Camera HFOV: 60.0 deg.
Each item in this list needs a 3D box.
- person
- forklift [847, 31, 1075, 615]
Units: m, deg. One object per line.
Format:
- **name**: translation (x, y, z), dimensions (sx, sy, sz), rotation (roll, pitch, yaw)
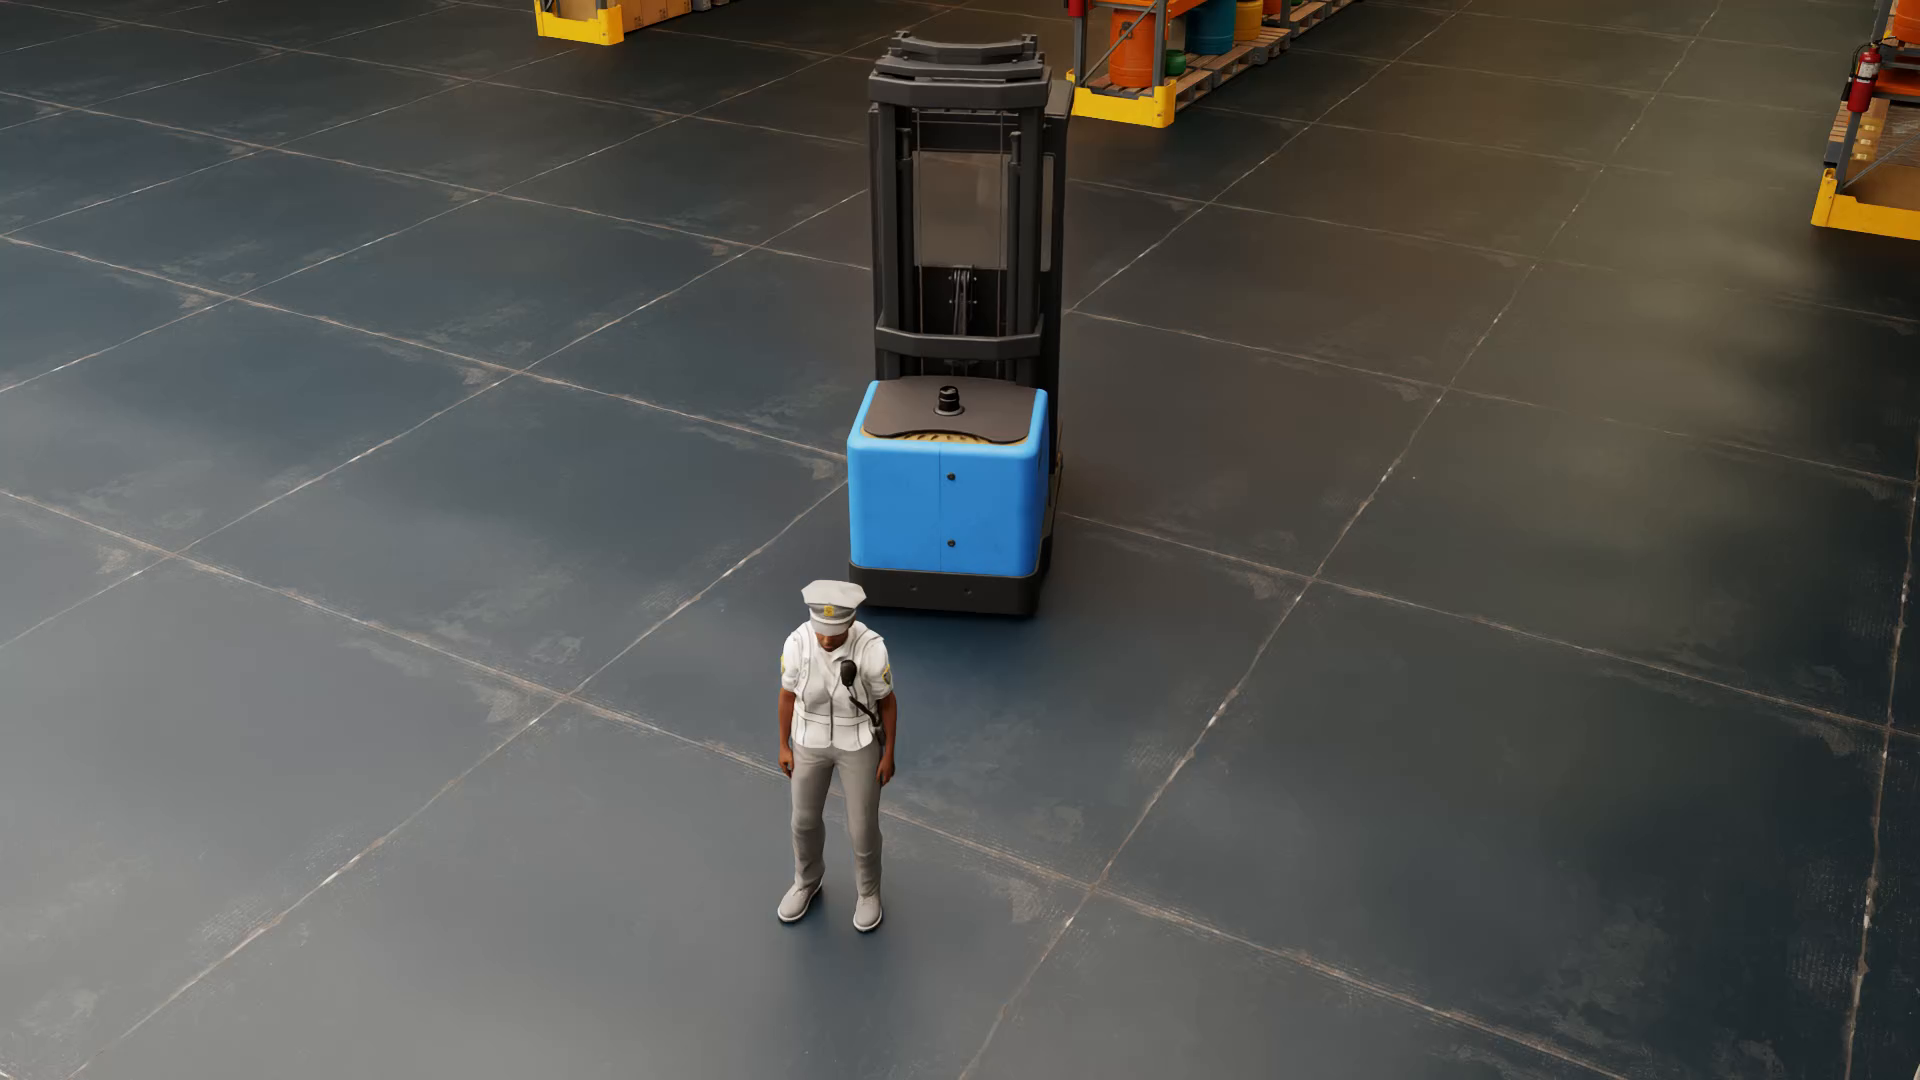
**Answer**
- **person**: translation (-0.517, 0.866, 6.848), dimensions (0.518, 1.656, 0.397), rotation (4, 30, 7)
- **forklift**: translation (0.072, -1.572, 9.794), dimensions (1.130, 2.935, 3.031), rotation (3, 30, 6)
